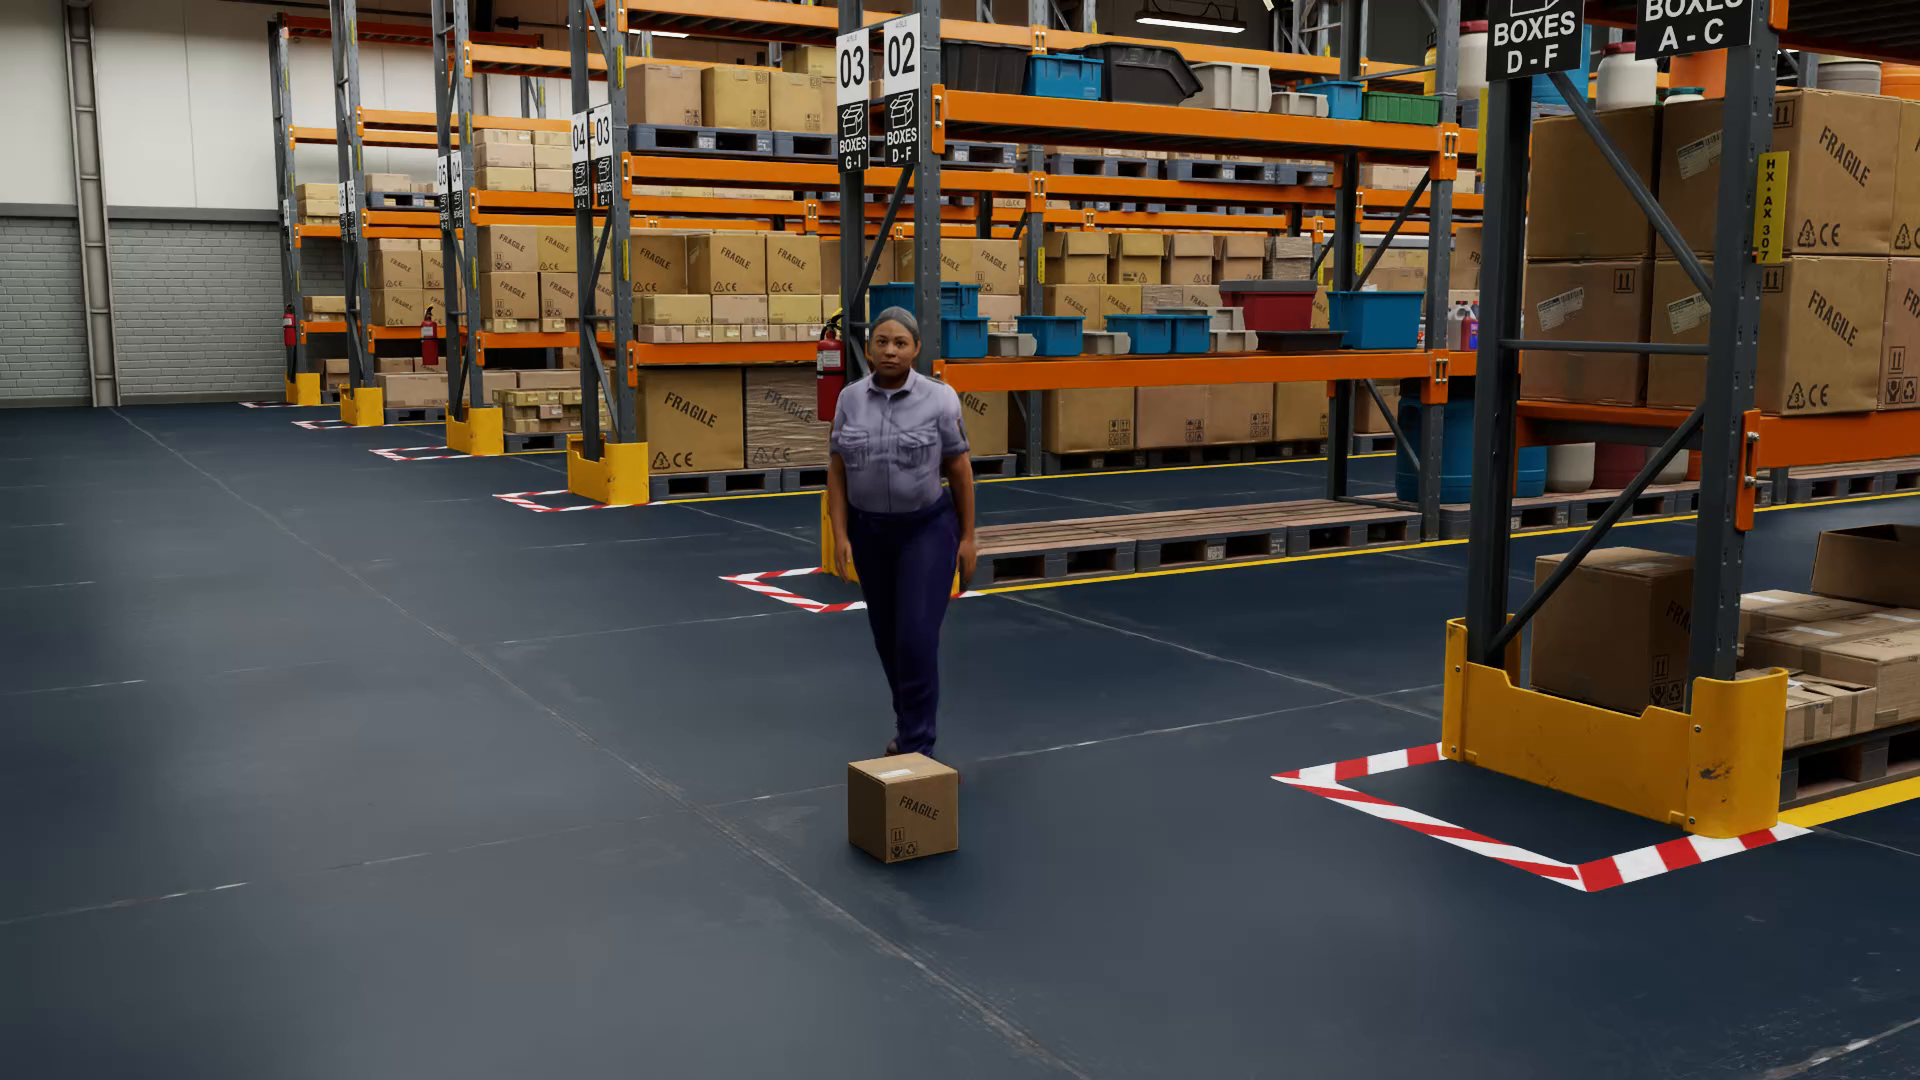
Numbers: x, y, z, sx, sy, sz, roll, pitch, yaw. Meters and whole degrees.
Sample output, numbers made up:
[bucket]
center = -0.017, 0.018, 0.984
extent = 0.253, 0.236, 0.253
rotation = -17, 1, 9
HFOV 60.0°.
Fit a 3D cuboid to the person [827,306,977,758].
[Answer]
[person]
center = -0.201, 0.040, 5.795
extent = 0.487, 1.695, 0.635
rotation = 3, 9, 20
